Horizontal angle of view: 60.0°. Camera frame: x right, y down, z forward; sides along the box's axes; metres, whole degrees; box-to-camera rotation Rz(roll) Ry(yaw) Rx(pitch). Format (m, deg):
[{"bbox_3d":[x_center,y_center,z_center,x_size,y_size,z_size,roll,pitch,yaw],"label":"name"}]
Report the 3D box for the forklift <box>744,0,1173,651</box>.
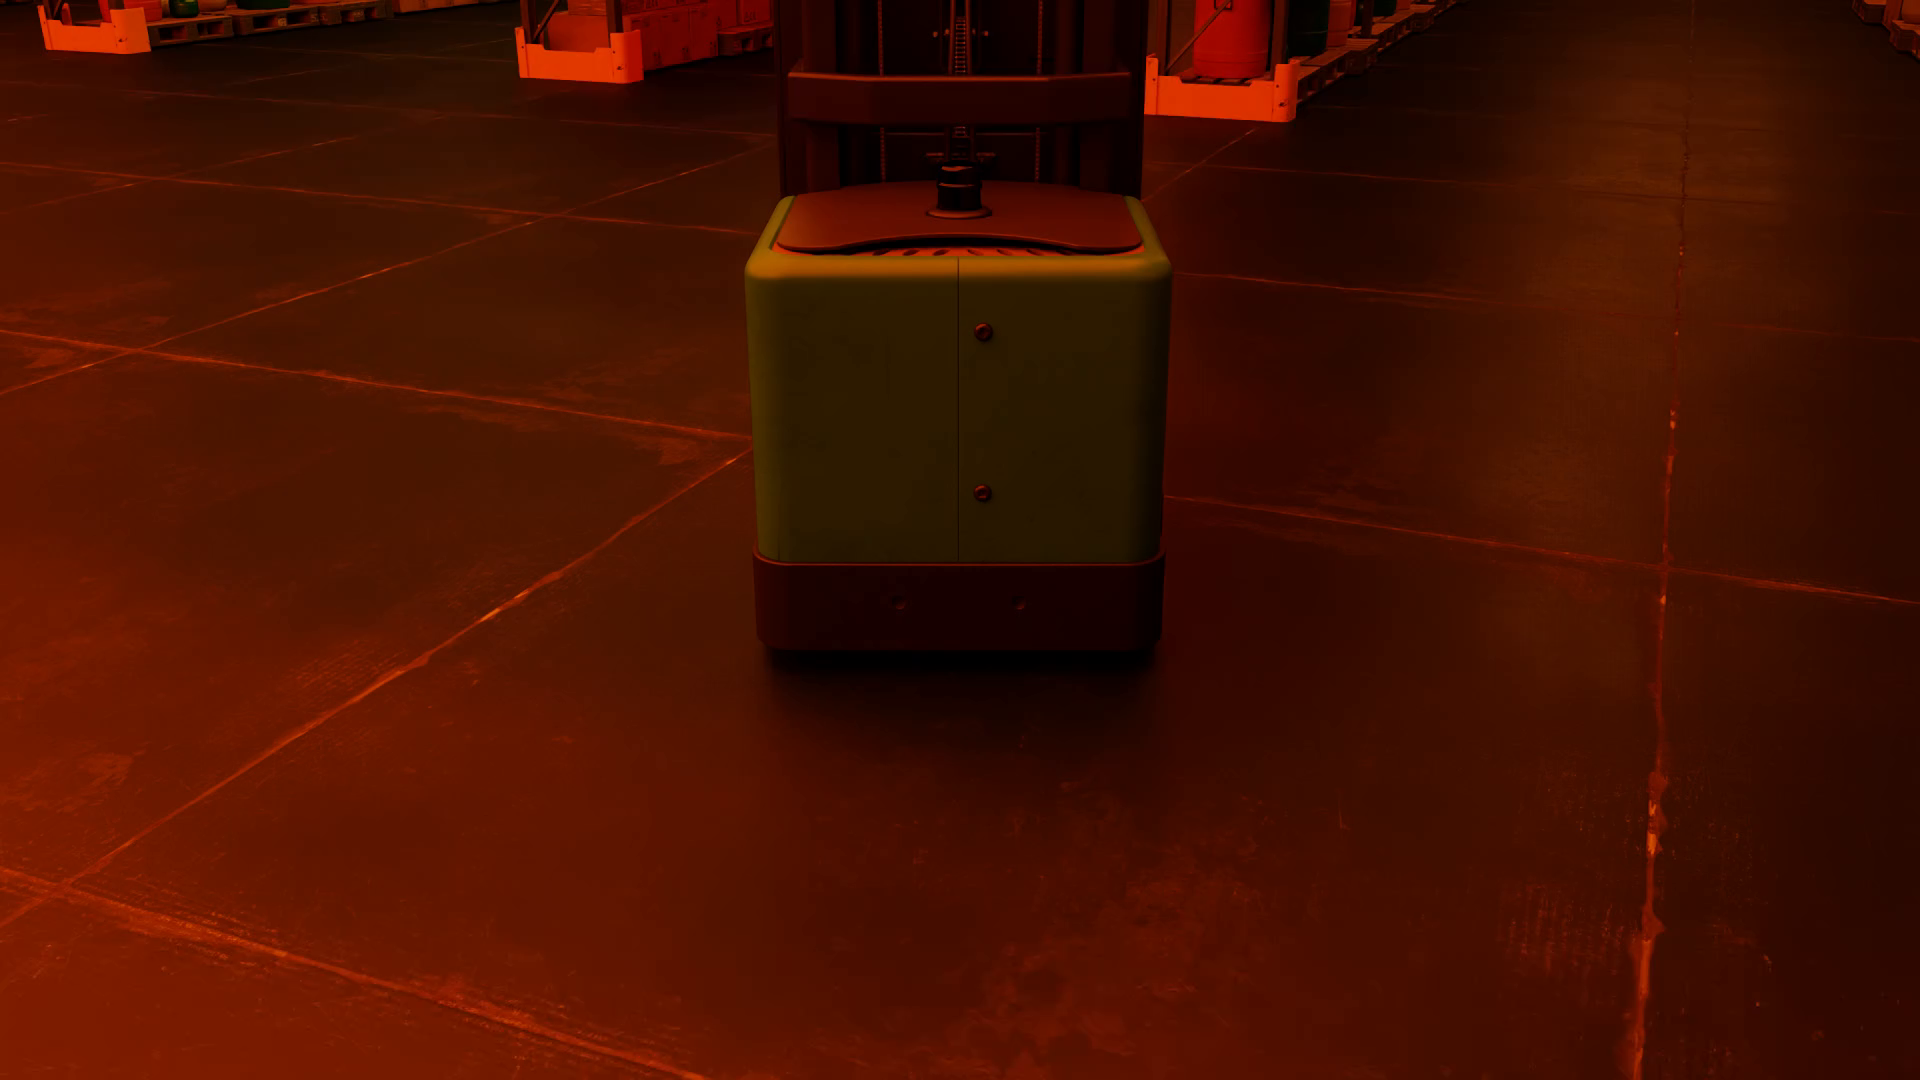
[{"bbox_3d":[0.002,-1.587,5.089,1.130,2.935,3.031,0,23,0],"label":"forklift"}]
